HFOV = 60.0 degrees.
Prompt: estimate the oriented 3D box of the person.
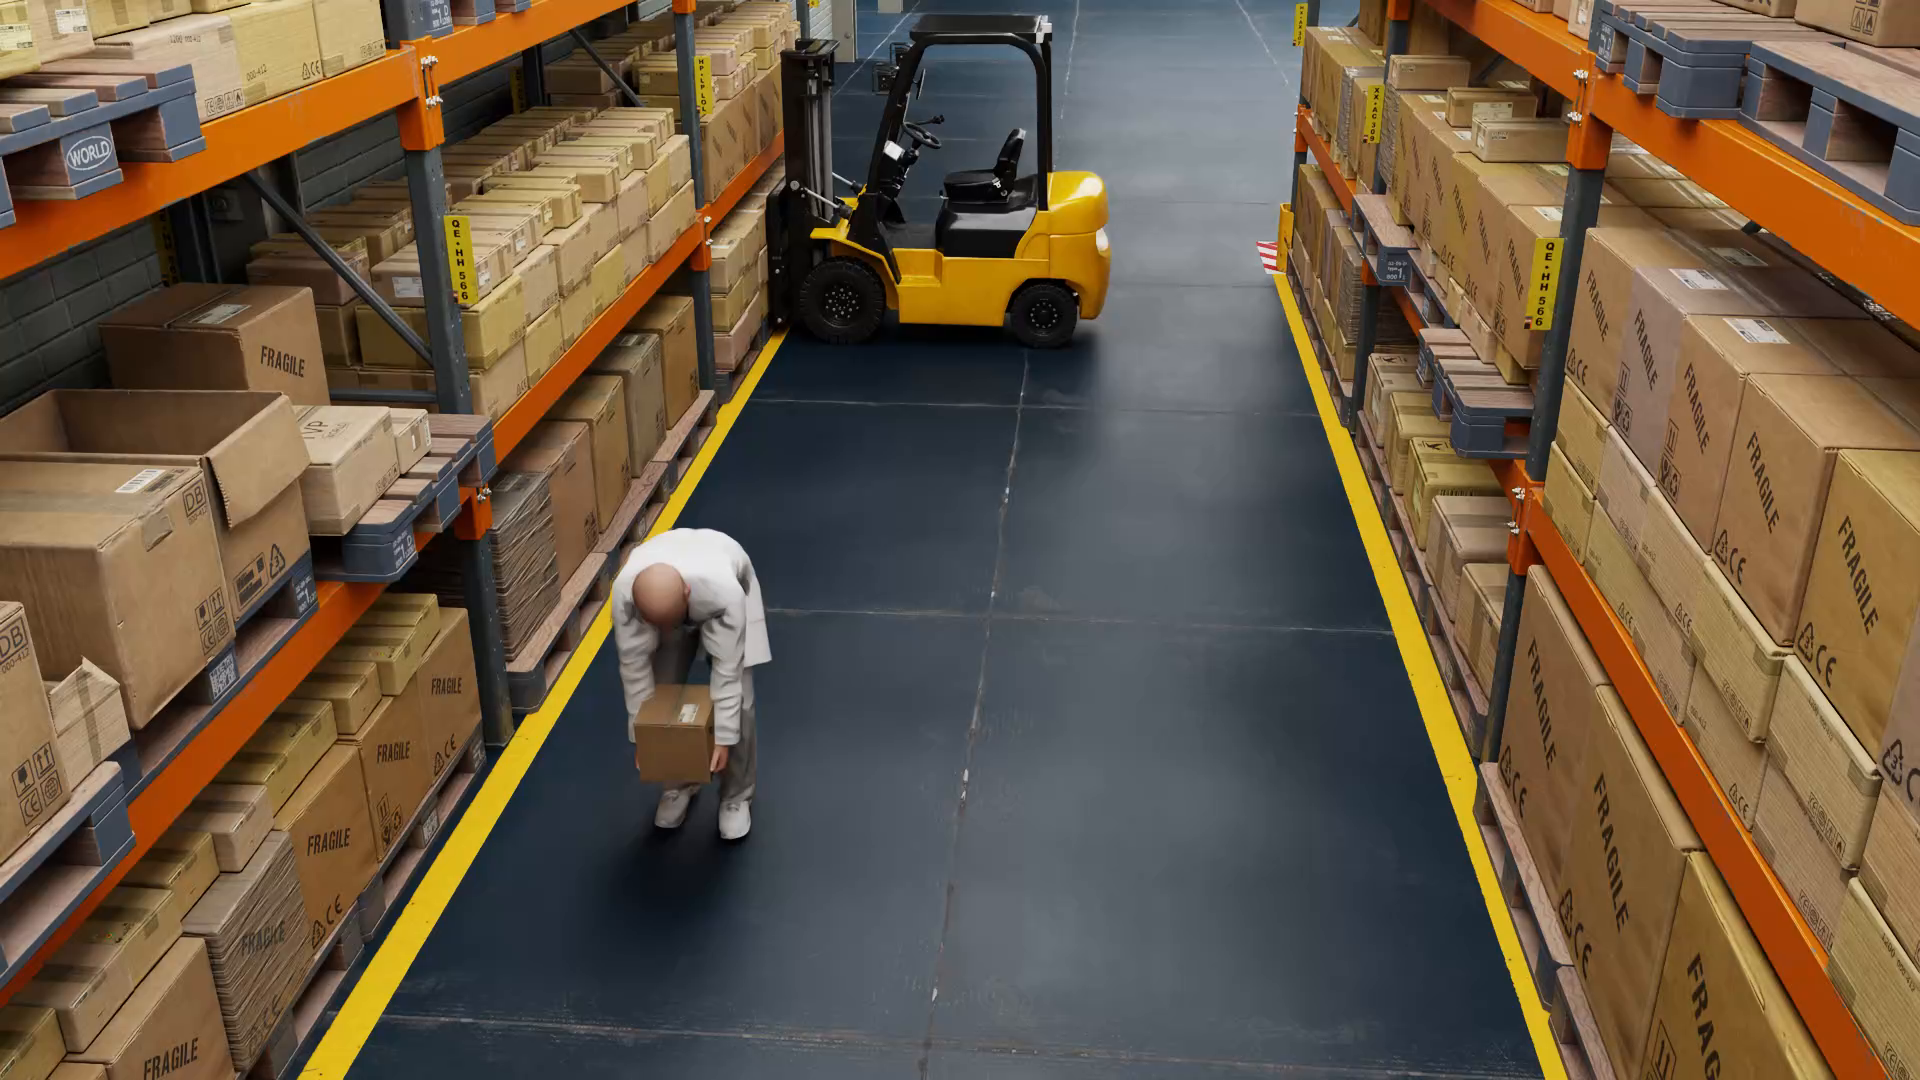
[{"bbox_3d":[-0.997,0.535,6.005,0.526,1.310,0.913,2,24,4],"label":"person"}]
